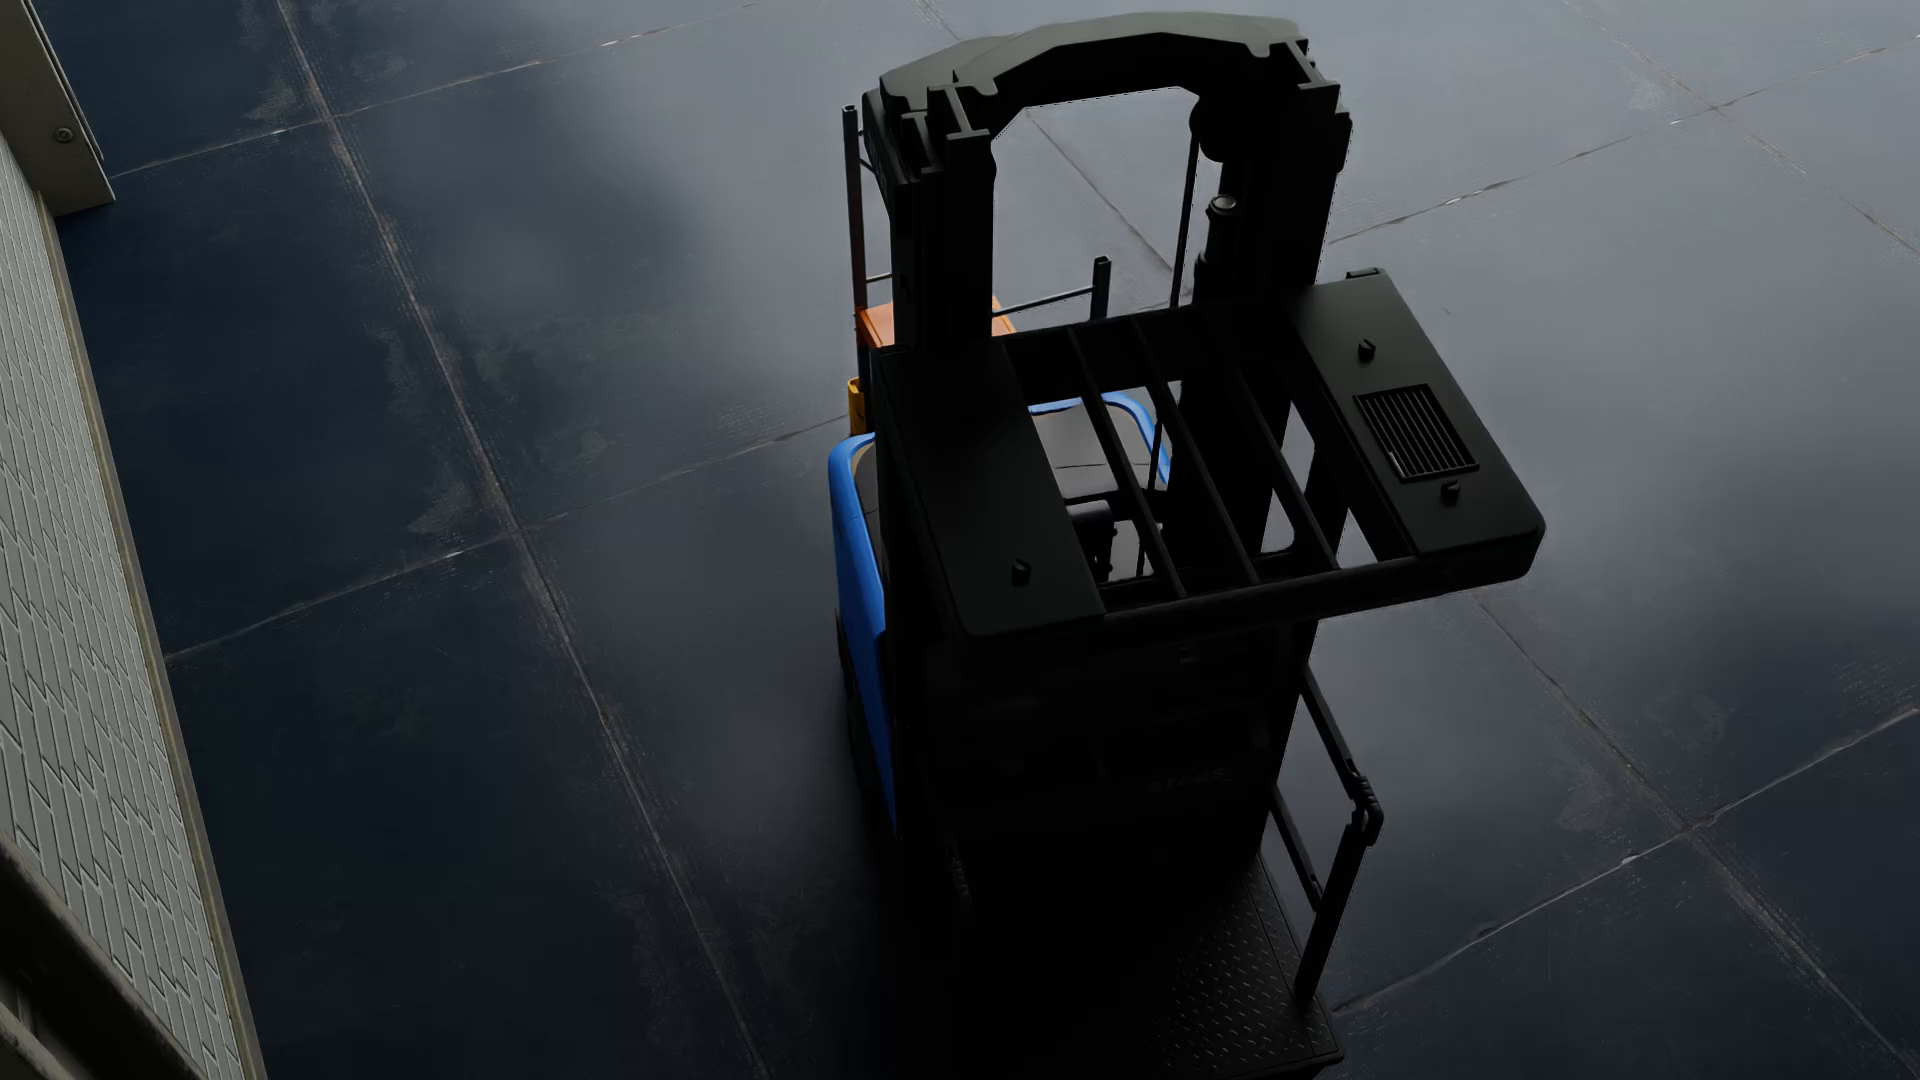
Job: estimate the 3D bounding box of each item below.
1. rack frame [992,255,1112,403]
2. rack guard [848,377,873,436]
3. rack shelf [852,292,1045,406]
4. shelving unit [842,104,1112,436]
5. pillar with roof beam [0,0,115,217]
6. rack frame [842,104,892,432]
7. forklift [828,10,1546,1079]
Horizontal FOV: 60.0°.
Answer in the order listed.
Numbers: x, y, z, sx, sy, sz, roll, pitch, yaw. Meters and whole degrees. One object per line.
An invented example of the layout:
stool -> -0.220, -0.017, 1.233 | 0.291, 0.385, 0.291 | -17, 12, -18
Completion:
rack frame -> 0.217, -0.287, 5.504 | 0.500, 1.500, 0.032 | -16, 51, -14
rack guard -> -0.153, -0.587, 6.597 | 0.587, 0.250, 0.087 | -16, 51, -14
rack shelf -> 0.032, -0.525, 5.952 | 0.538, 0.185, 1.000 | -16, 51, -14
shelving unit -> 0.029, -0.650, 5.822 | 0.587, 1.500, 1.083 | -16, 51, -14
pillar with roof beam -> -0.265, -6.079, 5.589 | 9.100, 9.000, 0.400 | -21, 52, -18
rack frame -> -0.153, -1.000, 6.128 | 0.500, 1.500, 0.032 | -16, 51, -14
forklift -> 0.421, 0.427, 3.929 | 1.130, 2.935, 3.031 | -10, 50, -9
